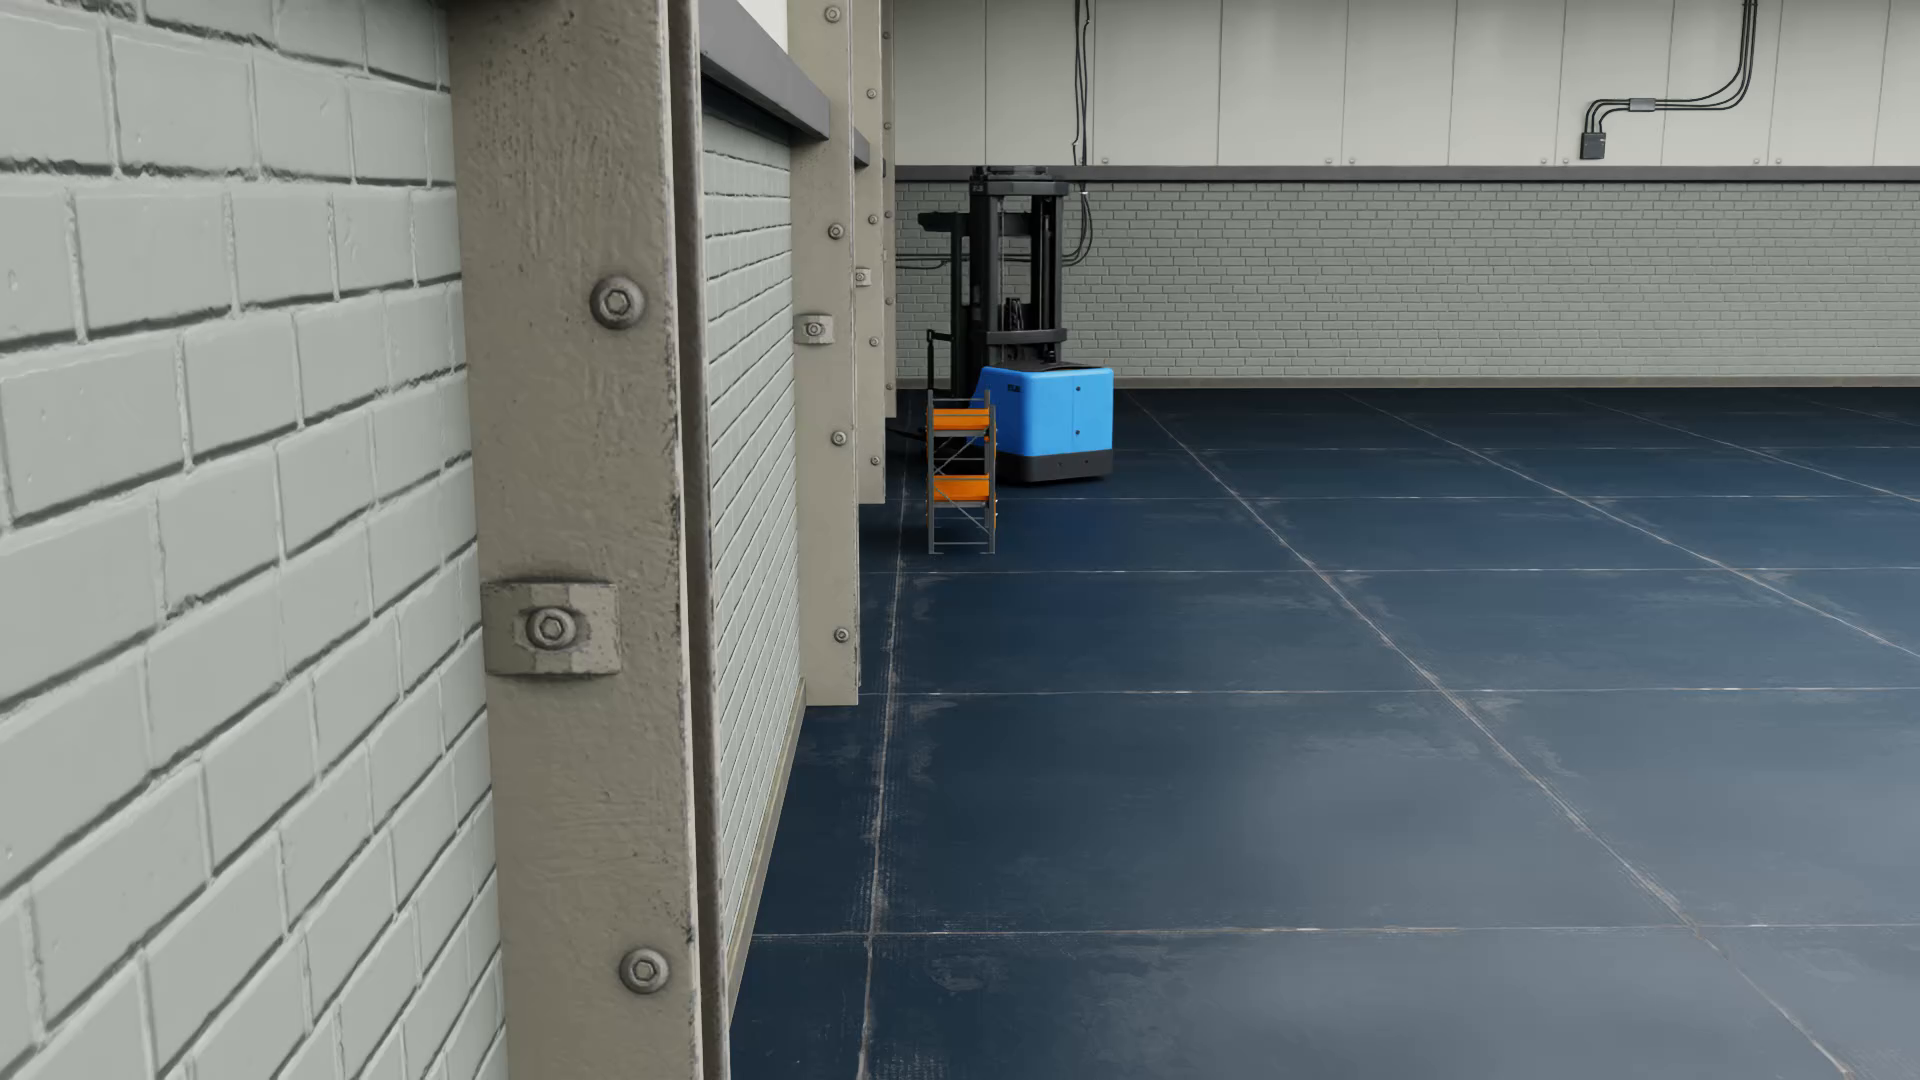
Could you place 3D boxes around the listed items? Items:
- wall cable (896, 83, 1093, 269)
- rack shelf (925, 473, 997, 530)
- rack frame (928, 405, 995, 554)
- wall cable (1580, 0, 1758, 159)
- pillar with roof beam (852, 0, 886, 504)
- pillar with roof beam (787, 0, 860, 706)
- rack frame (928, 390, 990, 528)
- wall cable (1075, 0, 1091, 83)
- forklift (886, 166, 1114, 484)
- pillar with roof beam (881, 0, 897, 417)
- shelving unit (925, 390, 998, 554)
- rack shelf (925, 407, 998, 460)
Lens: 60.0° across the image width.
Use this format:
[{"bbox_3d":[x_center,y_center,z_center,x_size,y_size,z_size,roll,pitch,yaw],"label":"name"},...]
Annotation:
[{"bbox_3d":[0.315,-5.033,23.044,3.097,2.526,0.112,0,11,-1],"label":"wall cable"},{"bbox_3d":[0.000,-0.310,12.989,0.538,0.278,1.000,0,11,-1],"label":"rack shelf"},{"bbox_3d":[0.011,-0.449,12.443,0.500,1.125,0.032,0,11,-1],"label":"rack frame"},{"bbox_3d":[9.806,-8.257,22.574,2.305,6.003,0.169,0,11,-1],"label":"wall cable"},{"bbox_3d":[3.482,-4.789,14.030,9.100,9.000,0.400,0,11,-1],"label":"pillar with roof beam"},{"bbox_3d":[3.606,-3.596,8.151,9.100,9.000,0.400,0,11,-1],"label":"pillar with roof beam"},{"bbox_3d":[-0.010,-0.651,13.439,0.500,1.125,0.032,0,11,-1],"label":"rack frame"},{"bbox_3d":[3.019,-7.519,22.597,3.097,2.526,0.112,0,11,-1],"label":"wall cable"},{"bbox_3d":[0.269,-2.202,16.541,1.130,2.935,3.031,-7,13,-30],"label":"forklift"},{"bbox_3d":[3.358,-5.981,19.909,9.100,9.000,0.400,0,11,-1],"label":"pillar with roof beam"},{"bbox_3d":[0.000,-0.550,12.941,0.538,1.125,1.048,0,11,-1],"label":"shelving unit"},{"bbox_3d":[0.000,-0.837,12.882,0.538,0.278,1.000,0,11,-1],"label":"rack shelf"}]
